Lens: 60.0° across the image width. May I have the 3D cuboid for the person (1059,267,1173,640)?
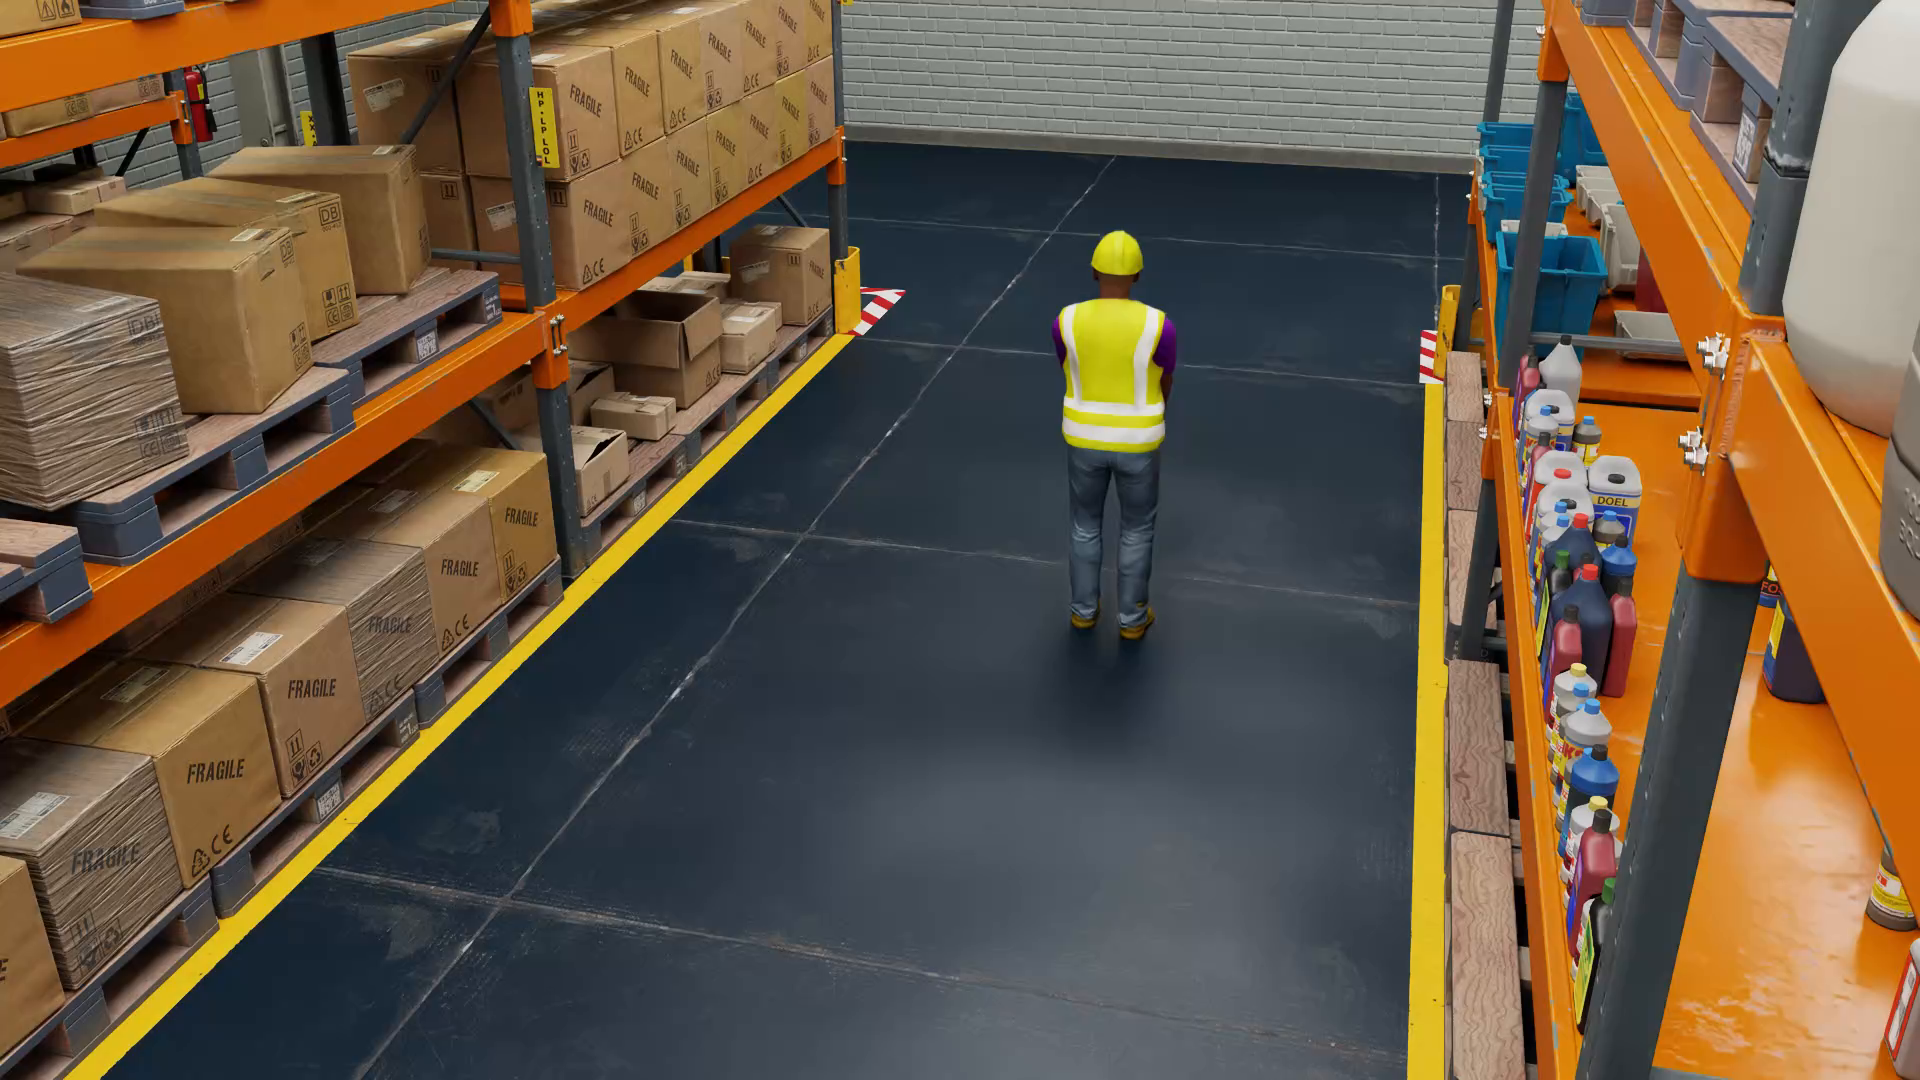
[{"bbox_3d":[12.482,-3.854,5.774,23.319,9.001,6.697,6,26,12],"label":"person"}]
